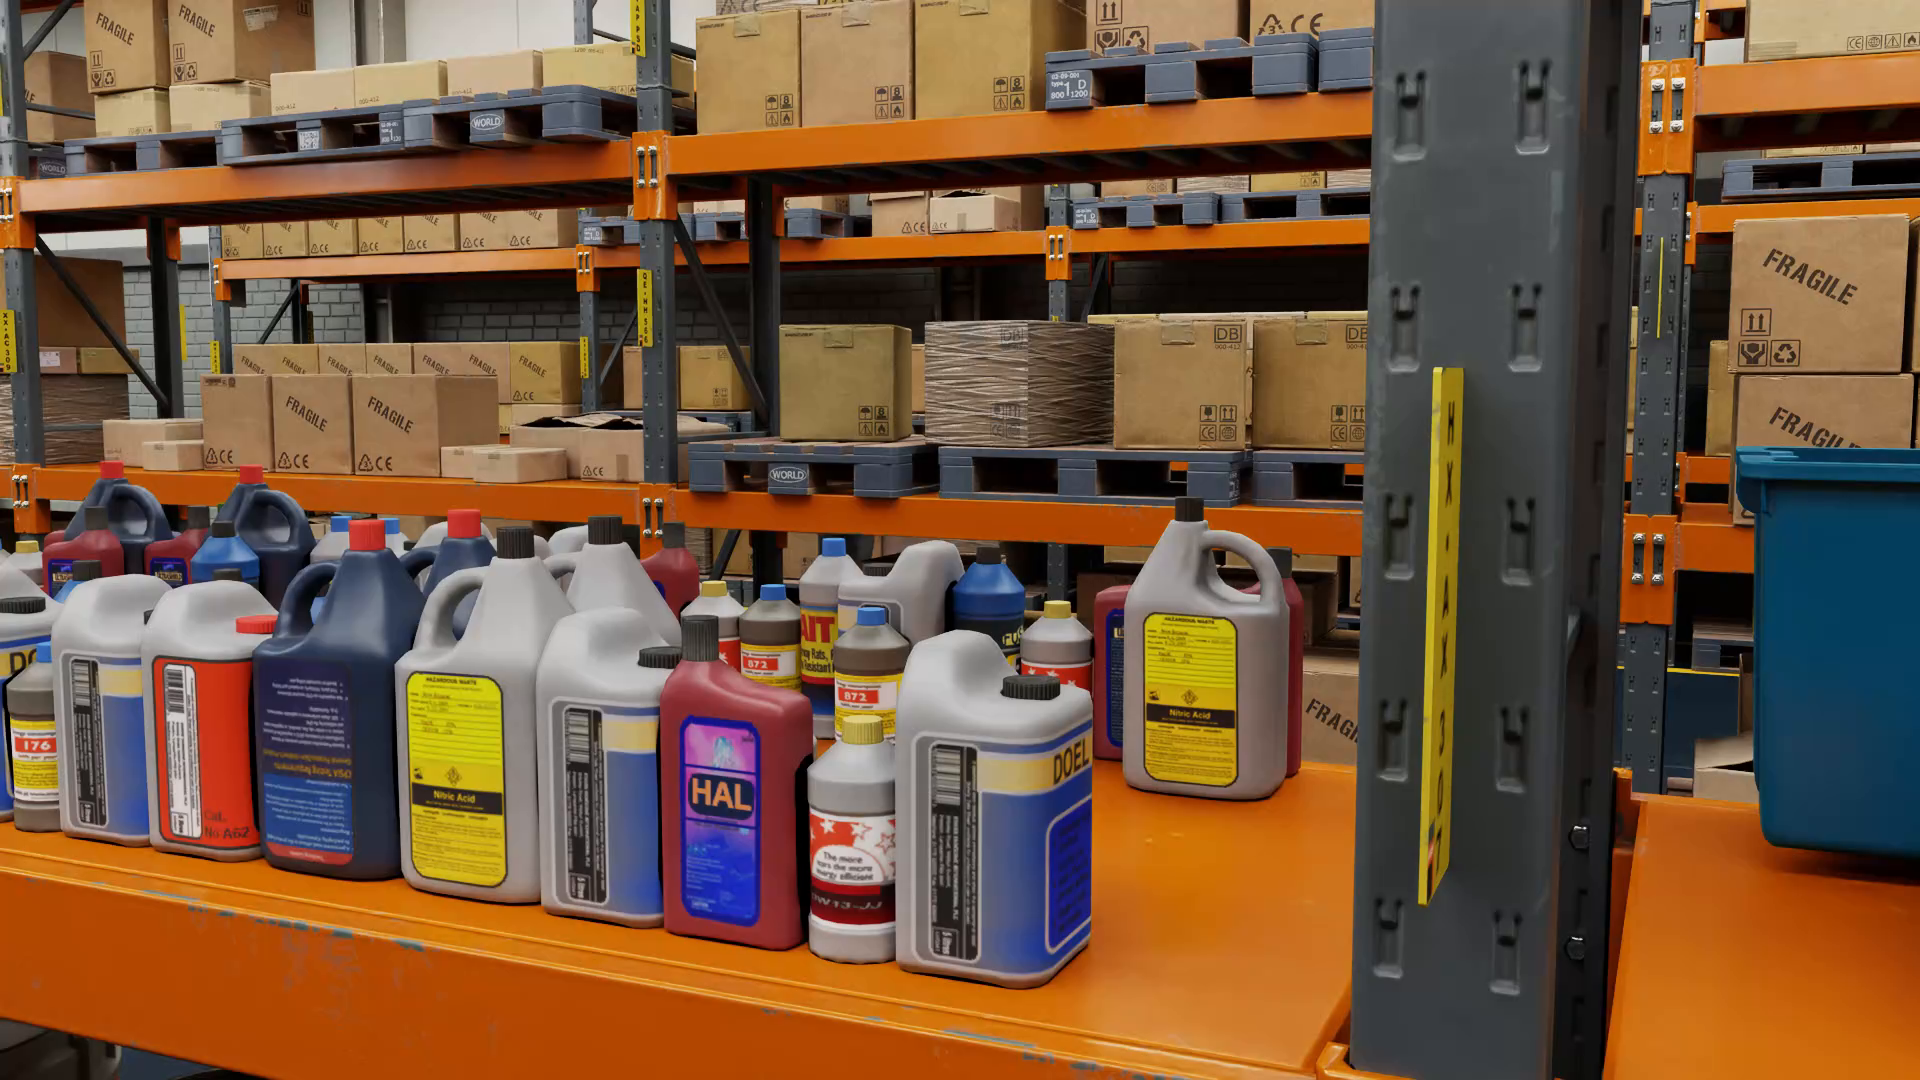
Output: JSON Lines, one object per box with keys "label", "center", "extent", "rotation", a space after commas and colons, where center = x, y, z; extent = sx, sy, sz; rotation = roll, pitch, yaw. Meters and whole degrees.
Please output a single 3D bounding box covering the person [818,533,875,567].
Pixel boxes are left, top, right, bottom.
{"label": "person", "center": [-0.740, -0.053, 10.386], "extent": [0.449, 1.645, 0.516], "rotation": [3, 6, 24]}
